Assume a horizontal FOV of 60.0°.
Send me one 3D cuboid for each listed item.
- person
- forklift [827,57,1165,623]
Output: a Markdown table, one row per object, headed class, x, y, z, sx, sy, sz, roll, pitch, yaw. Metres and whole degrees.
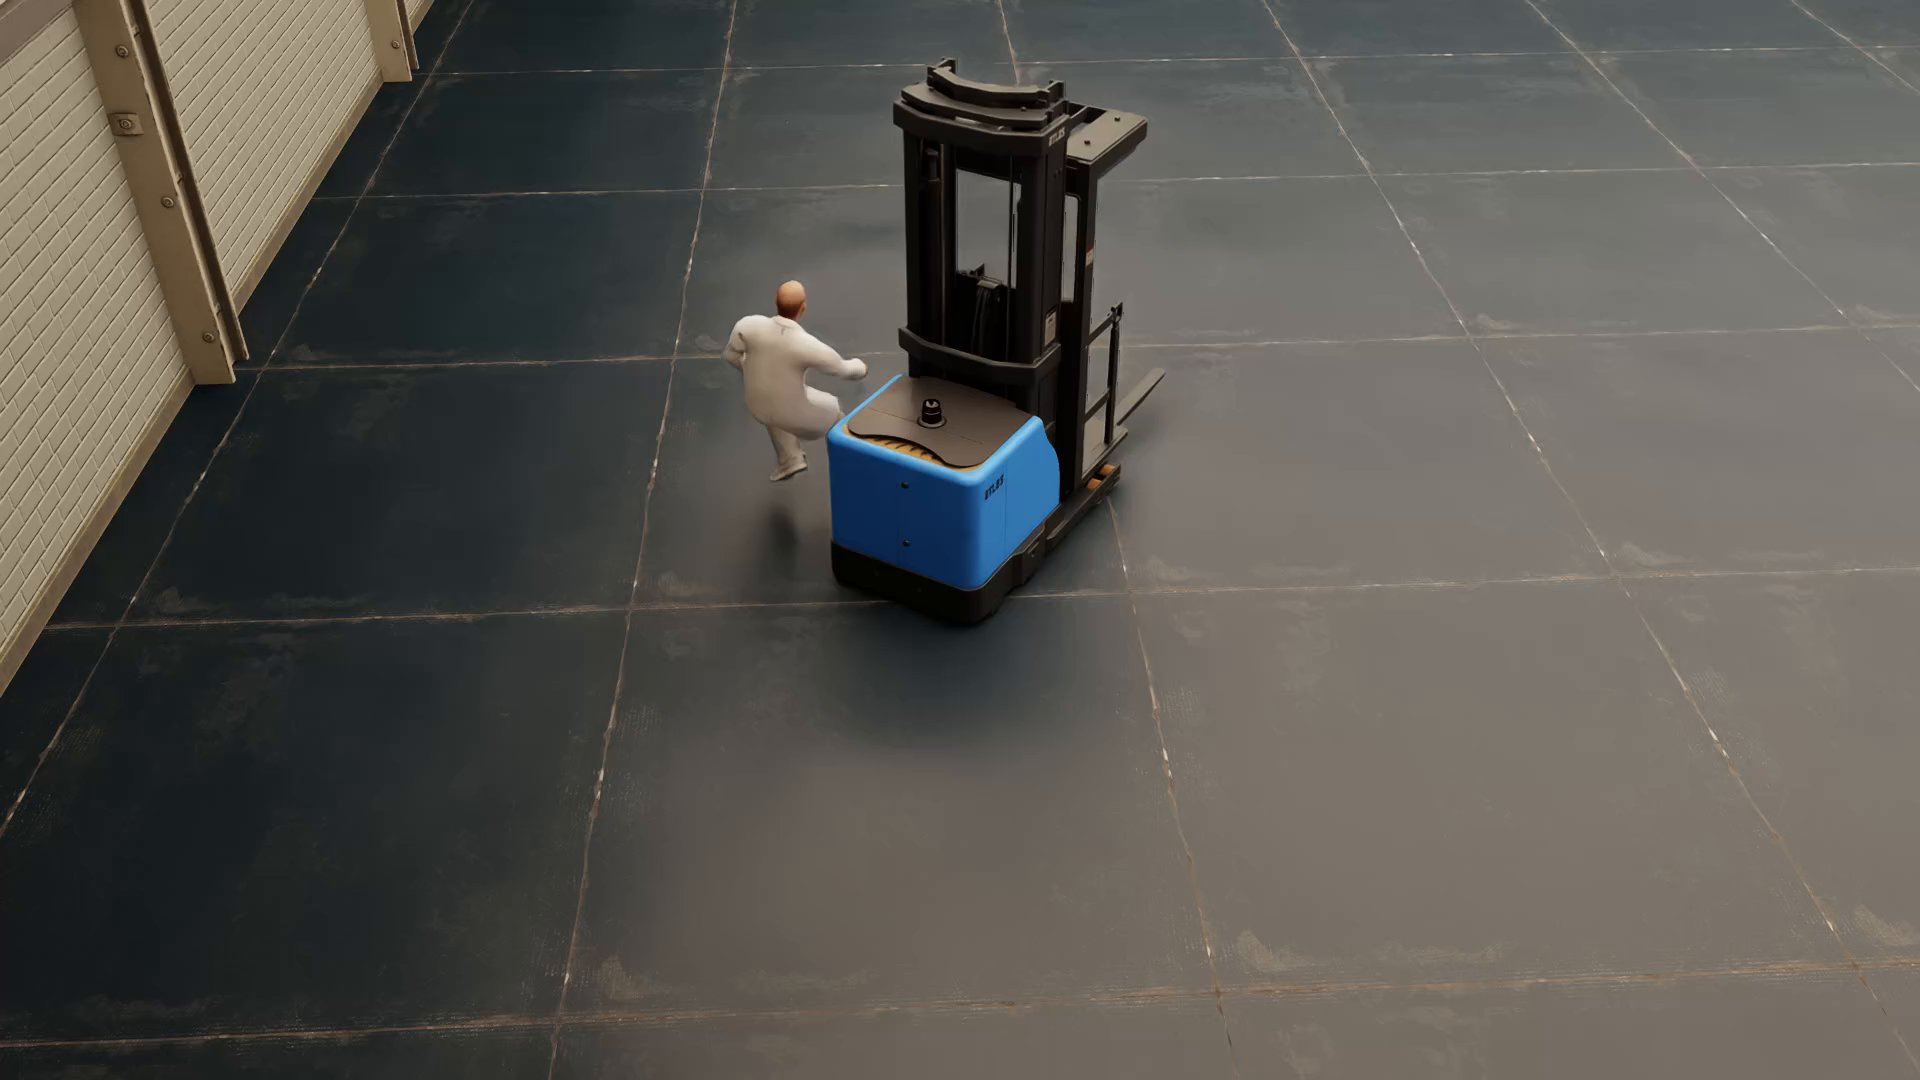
| class | x | y | z | sx | sy | sz | roll | pitch | yaw |
| --- | --- | --- | --- | --- | --- | --- | --- | --- | --- |
| person | -1.003 | -0.971 | 10.459 | 0.808 | 1.618 | 0.706 | 10 | 37 | 14 |
| forklift | 0.401 | -1.542 | 10.128 | 1.130 | 2.935 | 3.031 | 19 | 40 | 24 |
